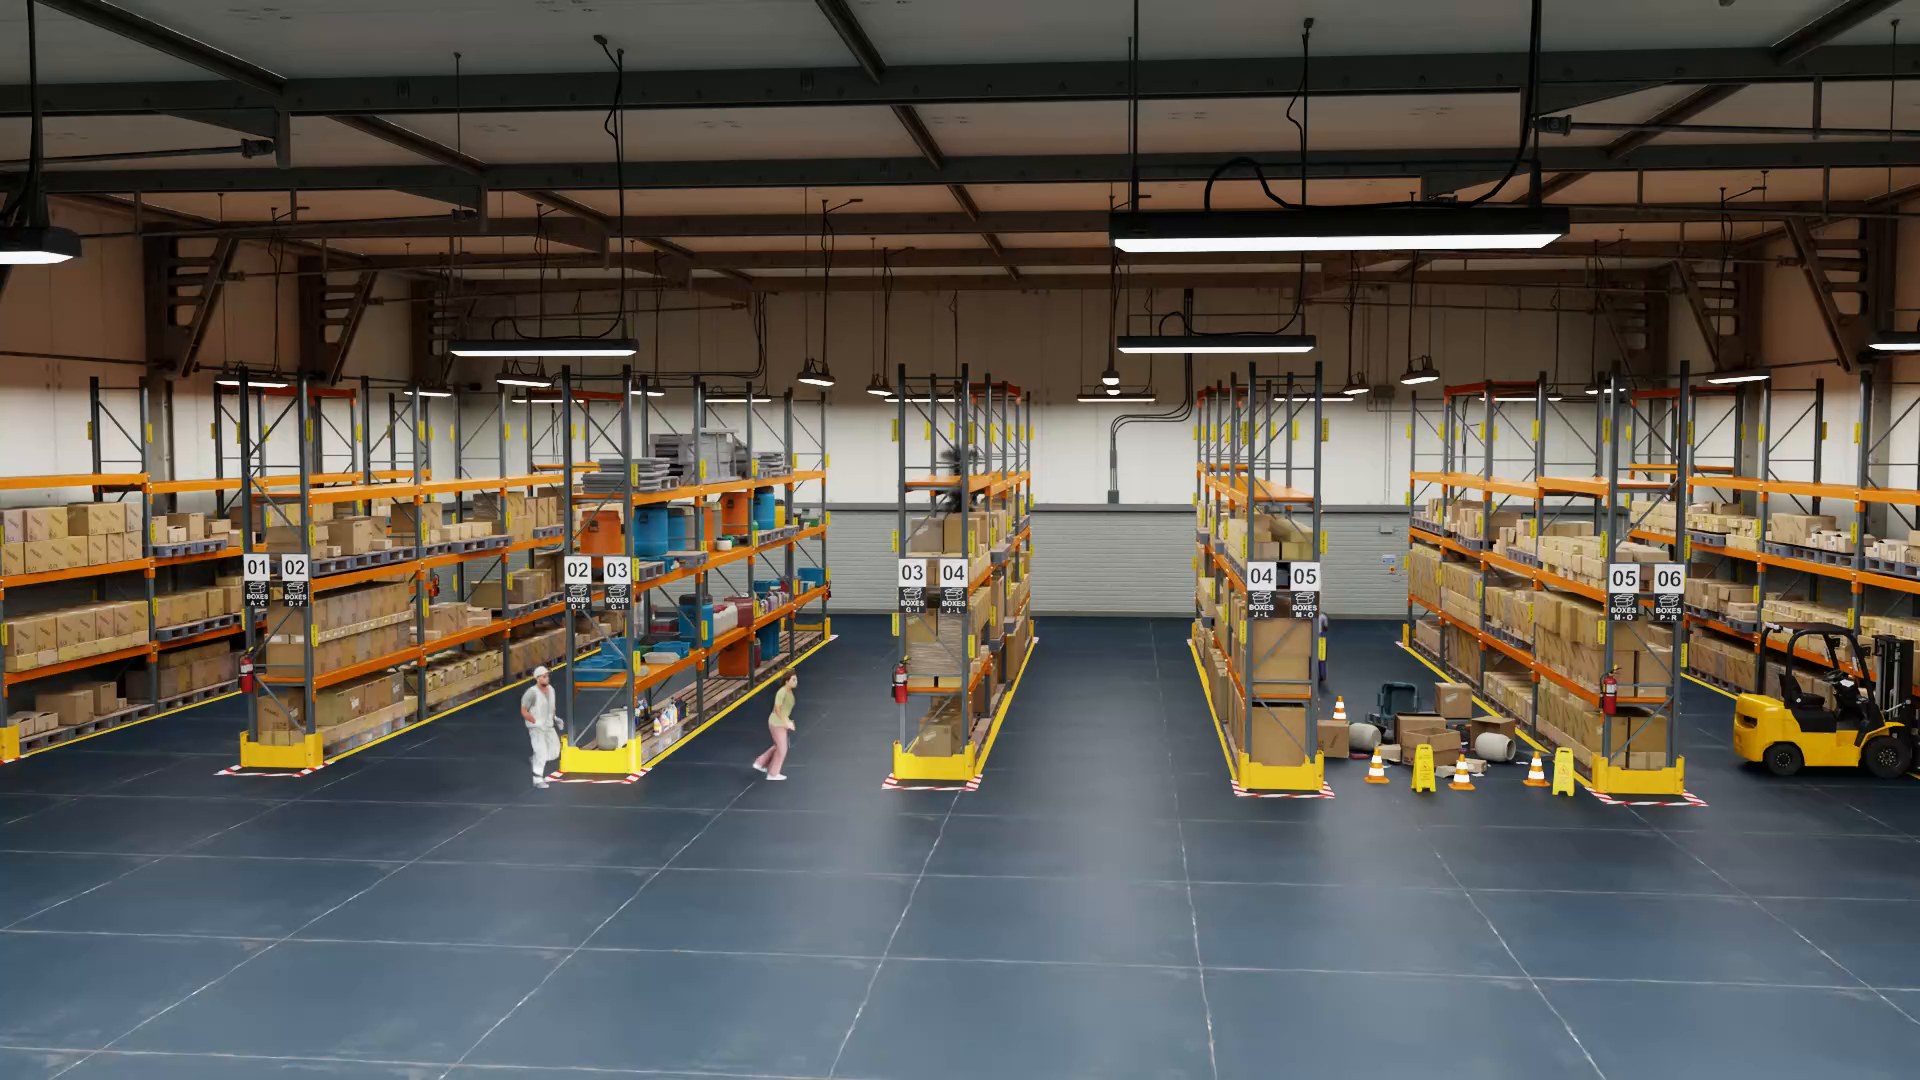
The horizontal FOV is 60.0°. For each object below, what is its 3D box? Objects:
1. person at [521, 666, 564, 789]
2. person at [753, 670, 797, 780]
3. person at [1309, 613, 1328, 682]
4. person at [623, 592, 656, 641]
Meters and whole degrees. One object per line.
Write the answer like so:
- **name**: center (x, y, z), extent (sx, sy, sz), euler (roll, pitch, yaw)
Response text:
- **person**: center (-5.912, 2.634, 23.459), extent (0.635, 1.725, 0.656), euler (2, 4, 33)
- **person**: center (-2.667, 2.665, 23.972), extent (0.701, 1.596, 0.565), euler (1, 4, 8)
- **person**: center (7.131, 2.065, 33.412), extent (0.601, 1.626, 0.923), euler (0, 4, -2)
- **person**: center (-7.022, 1.821, 36.481), extent (0.718, 1.671, 0.878), euler (0, 4, -7)
